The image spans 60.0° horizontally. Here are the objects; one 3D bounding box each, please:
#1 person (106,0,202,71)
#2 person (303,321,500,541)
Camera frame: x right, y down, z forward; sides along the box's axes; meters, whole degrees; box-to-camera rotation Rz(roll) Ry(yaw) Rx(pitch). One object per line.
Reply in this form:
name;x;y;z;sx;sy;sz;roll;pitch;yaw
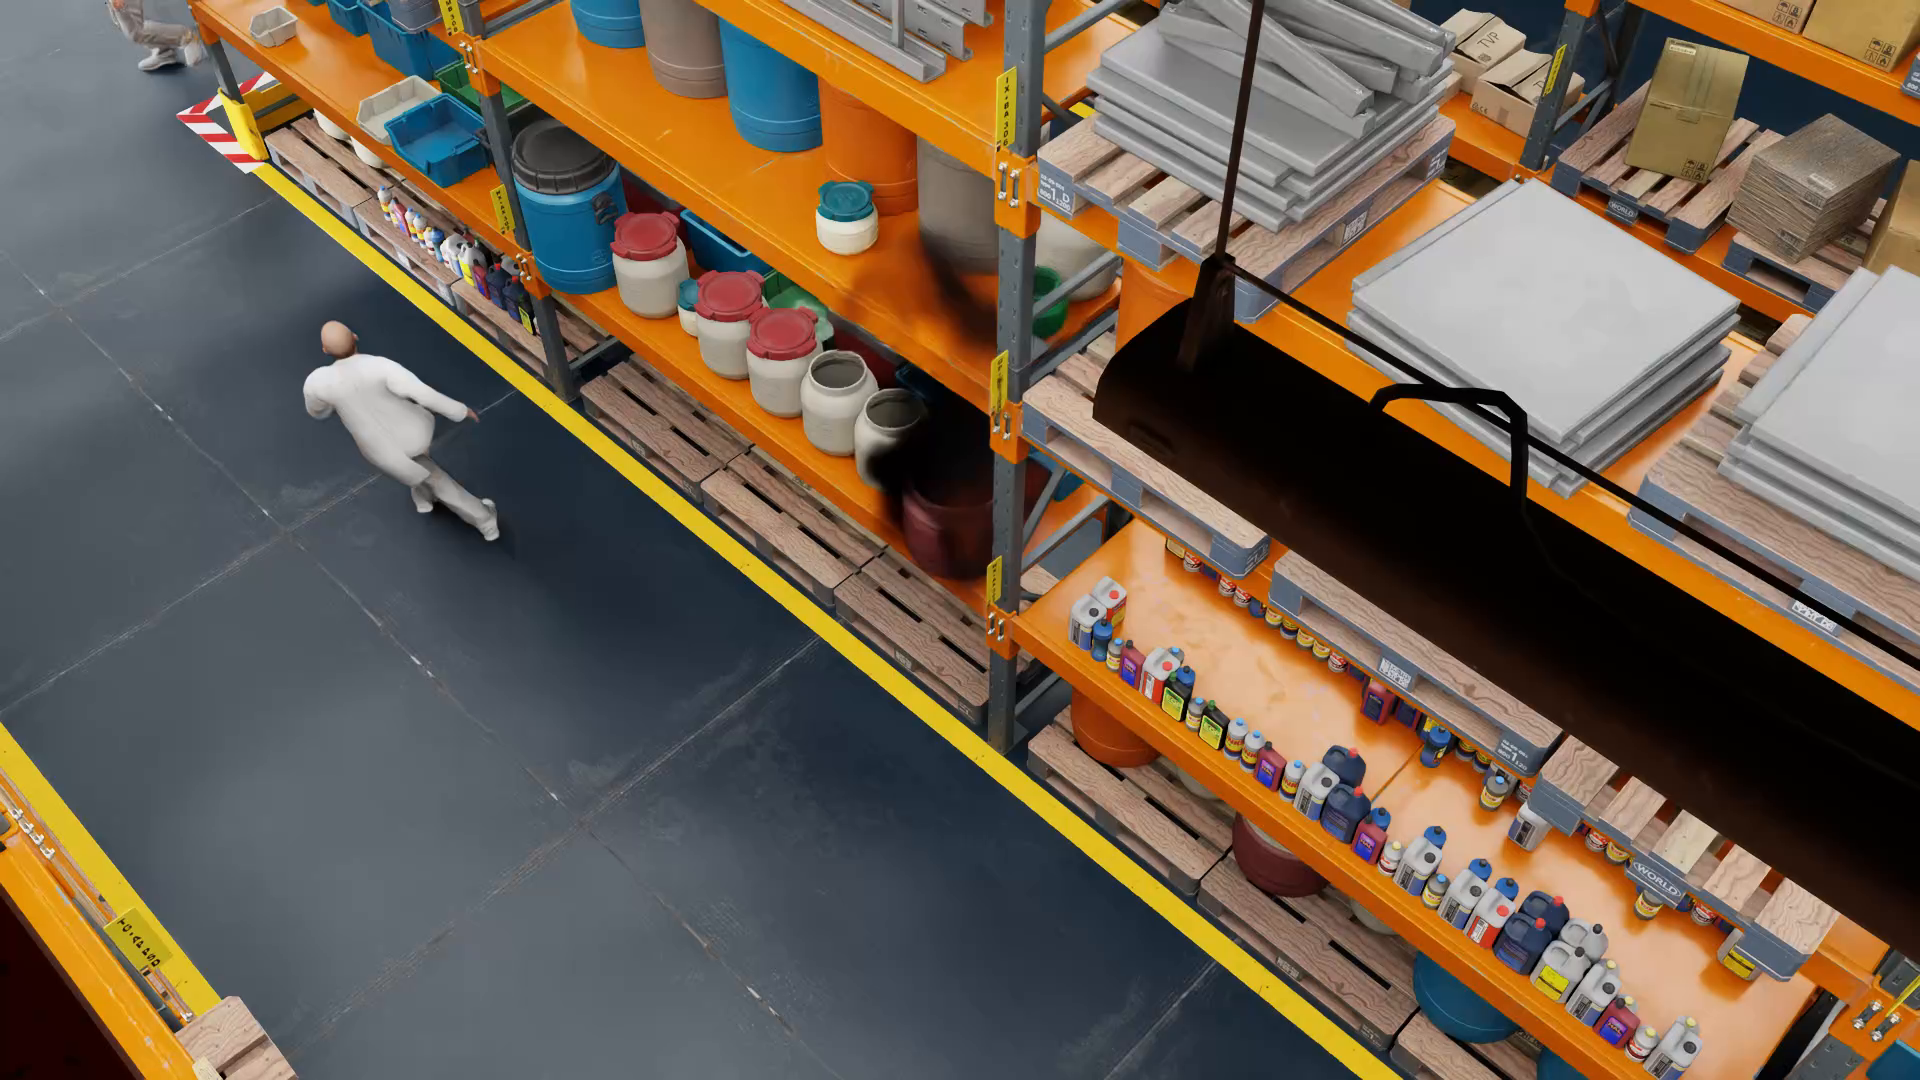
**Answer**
person;-6.592;-4.437;13.002;0.757;1.704;0.633;-26;55;-20
person;-3.303;-0.639;9.803;0.842;1.683;0.772;-26;55;-20
